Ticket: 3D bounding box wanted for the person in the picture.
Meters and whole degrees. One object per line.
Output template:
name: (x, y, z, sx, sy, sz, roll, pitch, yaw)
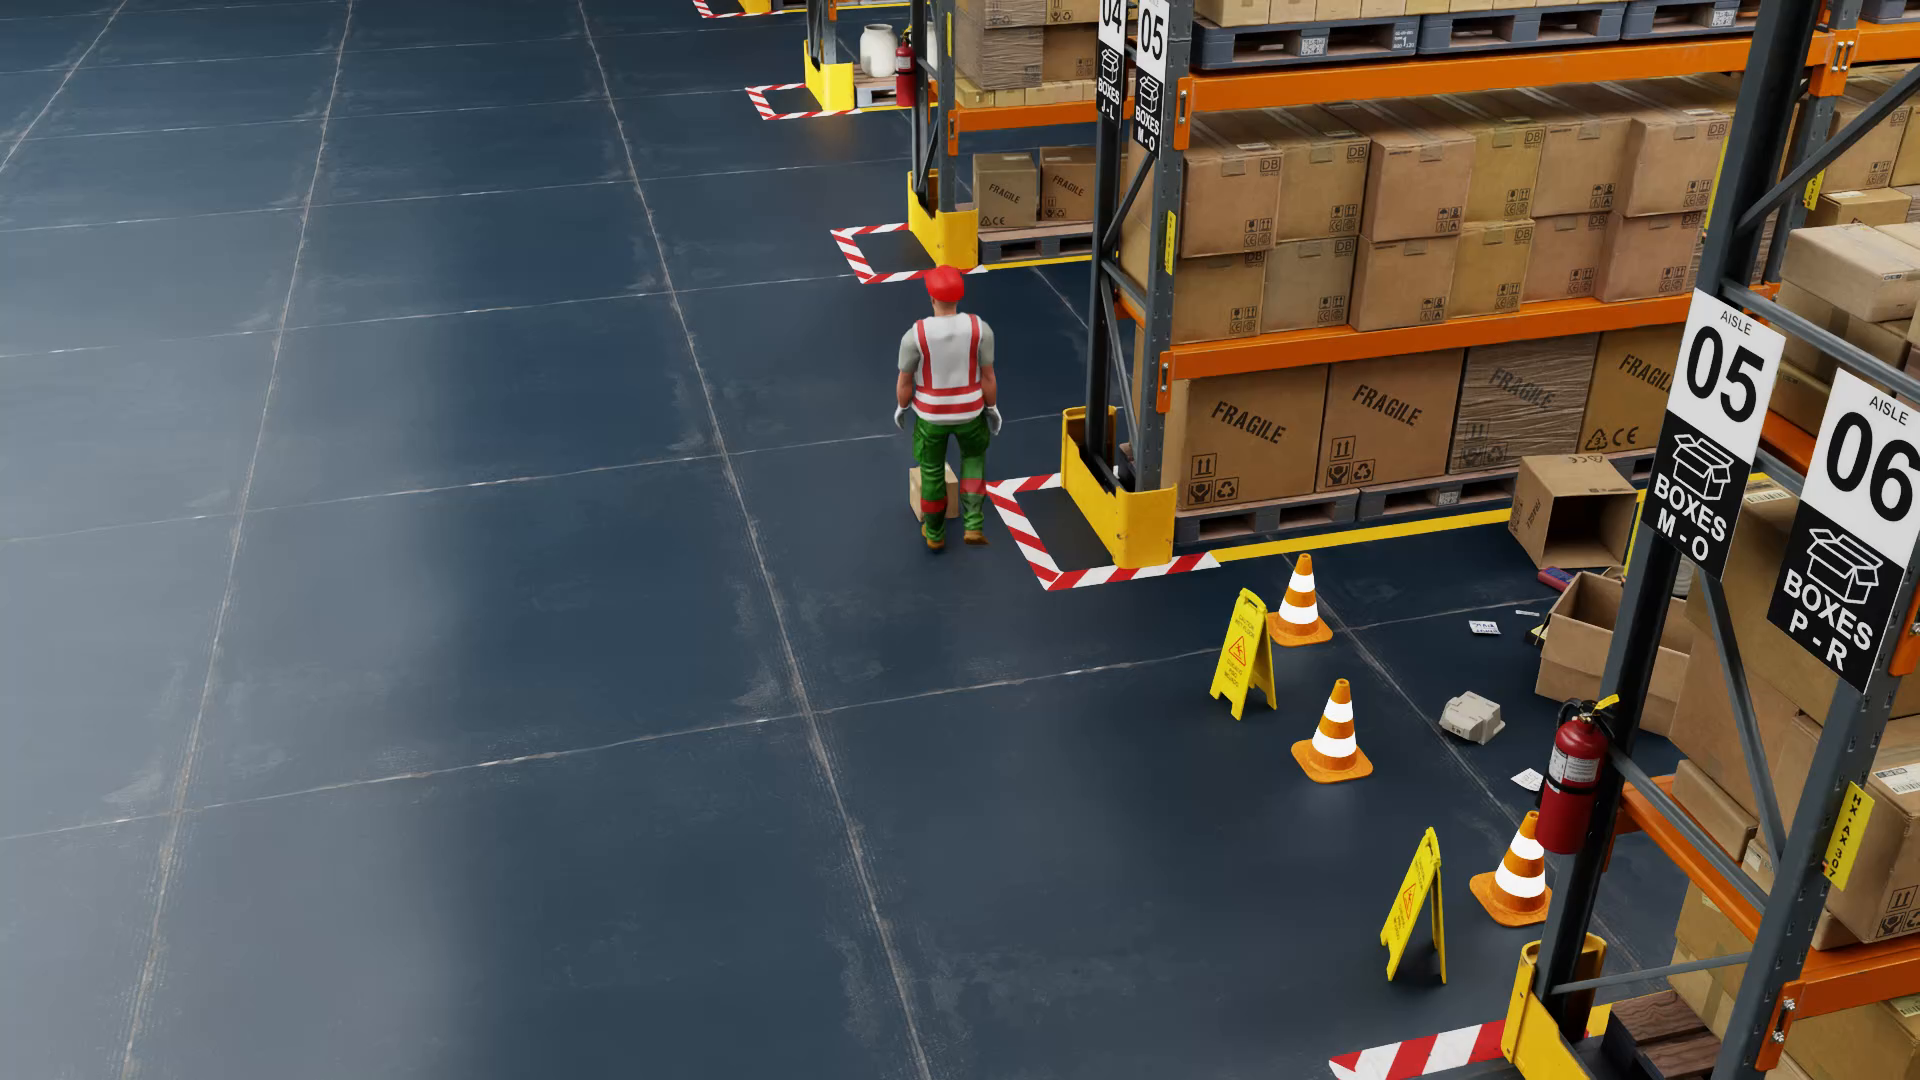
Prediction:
person: (-0.074, -0.750, 9.462, 0.599, 1.797, 0.496, -4, 30, -7)
